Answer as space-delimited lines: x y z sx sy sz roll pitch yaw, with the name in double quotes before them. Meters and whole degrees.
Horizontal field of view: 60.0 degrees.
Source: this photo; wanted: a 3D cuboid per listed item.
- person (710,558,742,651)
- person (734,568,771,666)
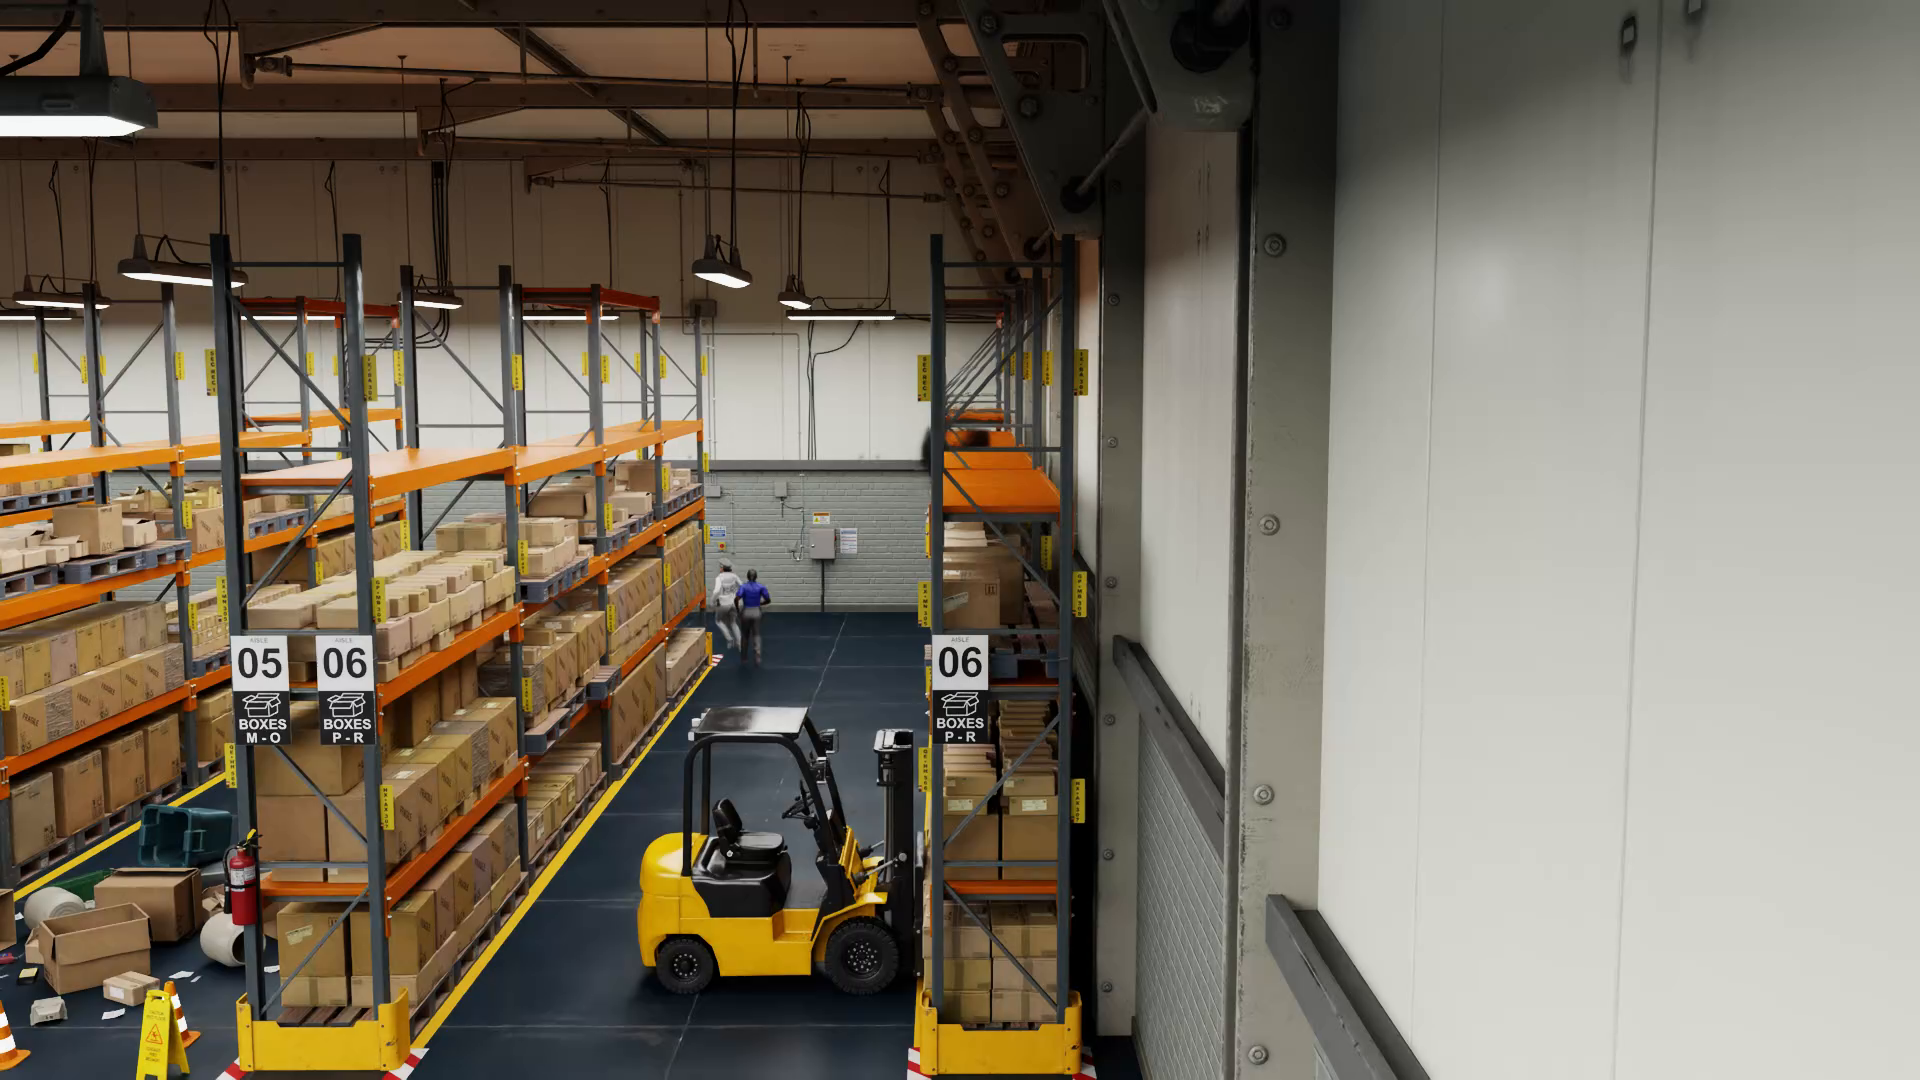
"person" -4.126 1.128 29.147 0.689 1.651 0.541 -5 8 -41
"person" -3.446 1.287 27.598 0.607 1.640 0.899 -1 6 -10
